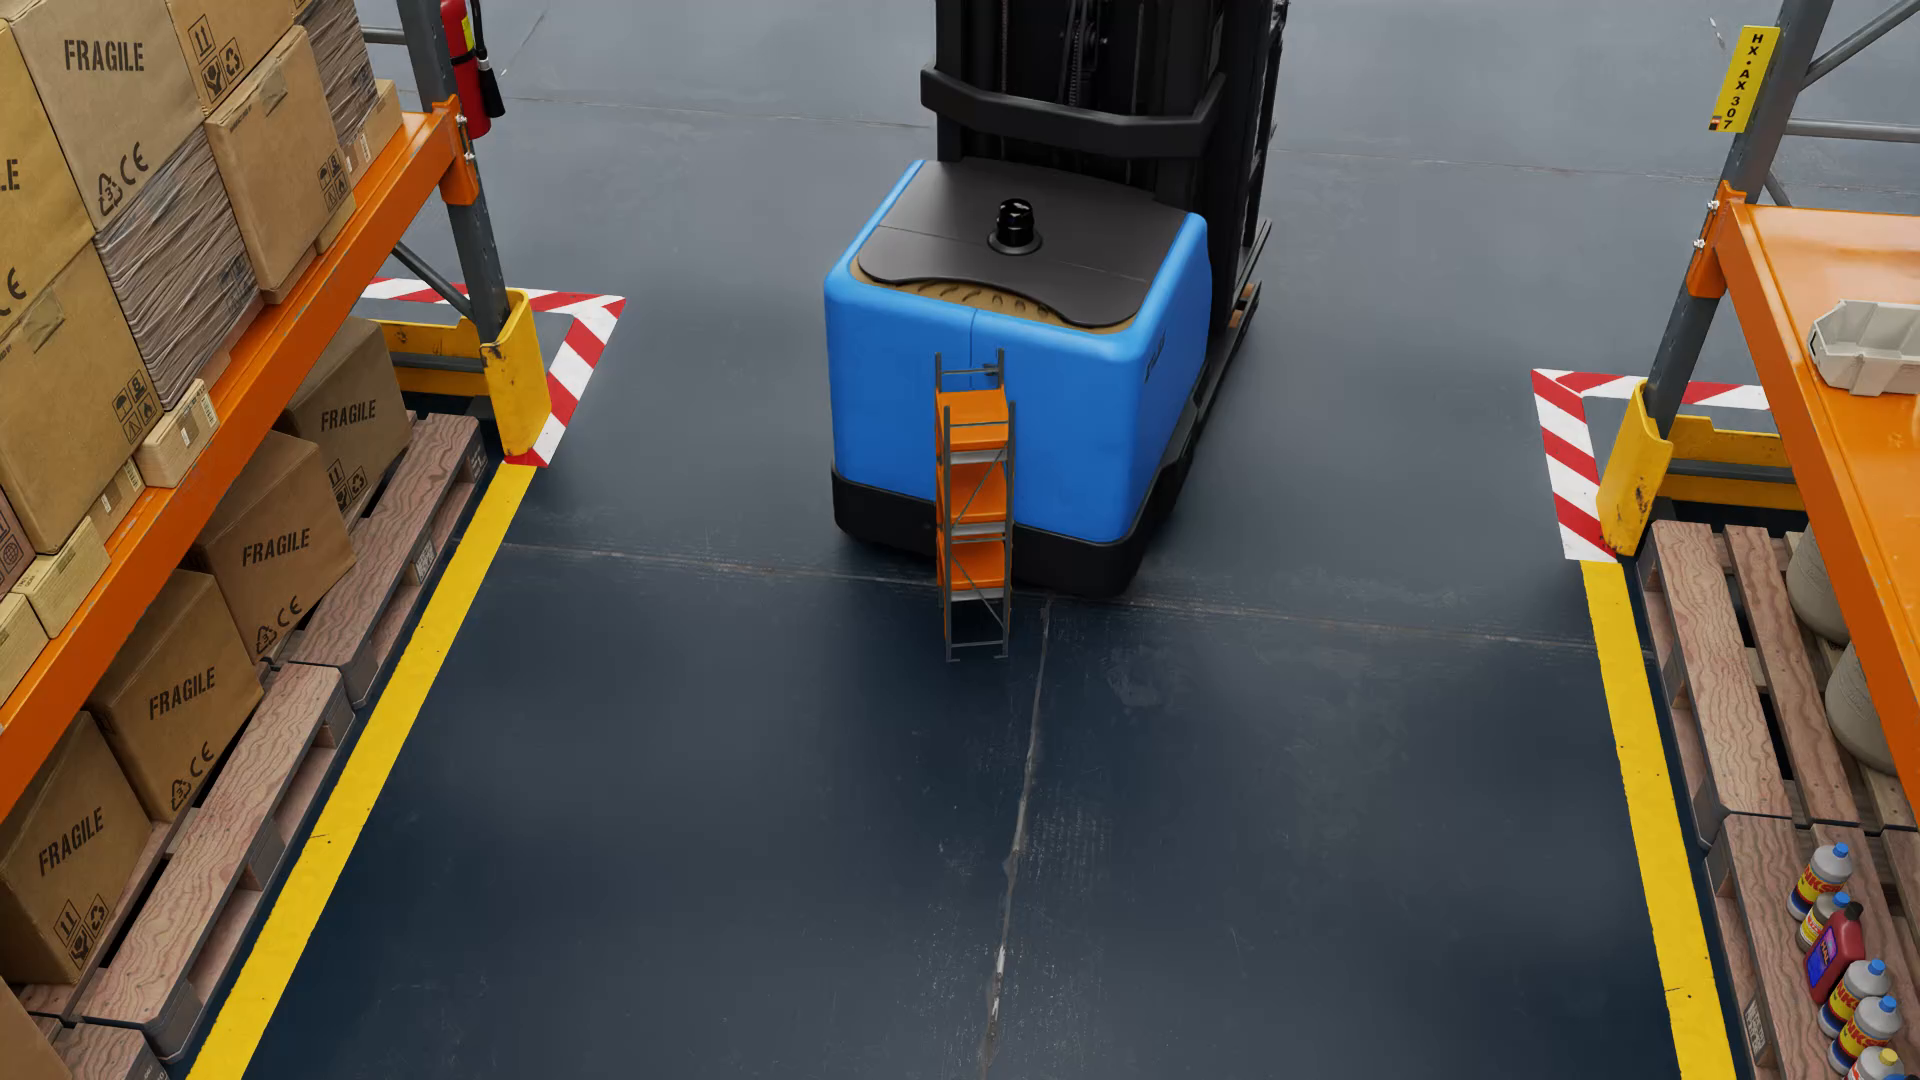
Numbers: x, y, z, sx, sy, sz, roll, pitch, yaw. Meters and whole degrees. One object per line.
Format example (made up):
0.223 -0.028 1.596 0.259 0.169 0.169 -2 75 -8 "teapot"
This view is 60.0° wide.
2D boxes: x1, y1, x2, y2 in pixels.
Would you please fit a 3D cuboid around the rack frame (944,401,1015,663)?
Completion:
0.054 0.003 4.984 0.200 1.050 0.008 -4 44 -4 "rack frame"

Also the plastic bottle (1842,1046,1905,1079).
2.165 1.272 3.940 0.097 0.201 0.097 0 43 0 "plastic bottle"

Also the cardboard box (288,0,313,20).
-1.952 -1.721 4.370 0.500 0.500 0.500 5 44 6 "cardboard box"

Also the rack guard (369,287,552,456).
-2.134 -0.652 6.075 1.175 0.500 0.348 5 44 6 "rack guard"

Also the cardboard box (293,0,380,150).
-2.224 -1.383 4.740 0.875 0.500 0.500 5 44 6 "cardboard box"

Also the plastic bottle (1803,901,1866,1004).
2.189 1.025 4.141 0.061 0.283 0.133 6 44 6 "plastic bottle"

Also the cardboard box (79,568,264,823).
-2.370 0.403 4.655 0.500 0.500 0.500 9 44 9 "cardboard box"

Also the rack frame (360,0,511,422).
-2.124 -1.611 5.270 1.000 3.000 0.127 5 44 6 "rack frame"

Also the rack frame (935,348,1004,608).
0.028 -0.164 5.160 0.200 1.050 0.008 -4 44 -4 "rack frame"

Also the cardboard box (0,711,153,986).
-2.488 0.780 4.258 0.500 0.500 0.500 2 43 2 "cardboard box"

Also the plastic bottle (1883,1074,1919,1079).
2.151 1.317 3.842 0.097 0.271 0.097 0 43 0 "plastic bottle"

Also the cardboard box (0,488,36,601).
-2.465 -0.018 3.298 0.875 0.500 0.500 5 44 6 "cardboard box"

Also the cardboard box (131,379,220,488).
-2.052 -0.275 4.042 0.380 0.149 0.250 5 44 6 "cardboard box"

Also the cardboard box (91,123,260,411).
-2.280 -0.695 4.013 0.875 0.500 0.500 5 44 6 "cardboard box"

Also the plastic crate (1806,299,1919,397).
2.348 -0.485 4.272 0.298 0.136 0.250 5 44 6 "plastic crate"

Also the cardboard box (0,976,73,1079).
-2.492 1.210 3.803 0.500 0.500 0.500 19 46 19 "cardboard box"

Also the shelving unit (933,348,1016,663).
0.041 -0.081 5.072 0.215 1.050 0.252 -4 44 -4 "shelving unit"

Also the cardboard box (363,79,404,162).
-1.957 -1.307 5.132 0.380 0.149 0.250 5 44 6 "cardboard box"

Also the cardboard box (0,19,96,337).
-2.155 -0.700 3.291 0.500 0.500 0.500 5 44 6 "cardboard box"

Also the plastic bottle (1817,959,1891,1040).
2.191 1.111 4.060 0.097 0.271 0.097 0 43 0 "plastic bottle"

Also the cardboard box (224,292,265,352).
-2.096 -0.626 4.412 0.380 0.149 0.250 5 44 6 "cardboard box"

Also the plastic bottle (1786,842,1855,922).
2.237 0.877 4.306 0.097 0.271 0.097 0 43 0 "plastic bottle"

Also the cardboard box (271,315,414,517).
-2.223 -0.432 5.537 0.500 0.500 0.500 13 45 13 "cardboard box"

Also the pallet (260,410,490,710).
-2.277 0.003 5.593 1.003 0.211 1.213 5 44 6 "pallet"

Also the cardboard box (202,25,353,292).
-2.171 -1.032 4.369 0.875 0.500 0.500 5 44 6 "cardboard box"

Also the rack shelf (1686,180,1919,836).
2.521 0.463 3.602 1.077 0.370 4.000 5 44 6 "rack shelf"

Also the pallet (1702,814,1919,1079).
2.545 1.290 4.234 1.003 0.211 1.213 5 44 6 "pallet"

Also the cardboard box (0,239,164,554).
-2.358 -0.355 3.654 0.875 0.500 0.500 5 44 6 "cardboard box"

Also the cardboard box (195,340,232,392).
-2.106 -0.454 4.230 0.380 0.149 0.250 5 44 6 "cardboard box"

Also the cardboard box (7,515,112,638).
-2.142 0.063 3.684 0.380 0.149 0.250 5 44 6 "cardboard box"

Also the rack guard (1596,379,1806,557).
2.822 -0.197 5.595 1.175 0.500 0.348 5 44 6 "rack guard"

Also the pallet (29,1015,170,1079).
-2.599 1.666 3.837 1.003 0.211 1.213 5 44 6 "pallet"

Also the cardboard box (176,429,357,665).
-2.269 -0.022 5.104 0.500 0.500 0.500 16 46 16 "cardboard box"

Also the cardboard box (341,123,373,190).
-1.991 -1.137 4.952 0.380 0.149 0.250 5 44 6 "cardboard box"

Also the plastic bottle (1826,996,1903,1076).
2.178 1.179 3.988 0.097 0.271 0.097 0 43 0 "plastic bottle"

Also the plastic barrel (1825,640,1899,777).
2.708 0.387 4.664 0.421 0.512 0.421 0 43 0 "plastic barrel"

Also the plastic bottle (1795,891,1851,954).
2.223 0.973 4.256 0.097 0.201 0.097 0 43 0 "plastic bottle"

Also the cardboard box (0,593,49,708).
-2.186 0.233 3.505 0.380 0.149 0.250 5 44 6 "cardboard box"

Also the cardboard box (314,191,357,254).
-1.973 -0.962 4.767 0.380 0.149 0.250 5 44 6 "cardboard box"

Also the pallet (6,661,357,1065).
-2.441 0.833 4.717 1.003 0.211 1.213 5 44 6 "pallet"

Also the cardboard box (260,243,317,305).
-2.021 -0.793 4.588 0.380 0.149 0.250 5 44 6 "cardboard box"

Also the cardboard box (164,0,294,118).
-2.013 -1.380 4.010 0.500 0.500 0.500 5 44 6 "cardboard box"

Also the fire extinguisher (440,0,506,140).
-1.652 -1.619 5.335 0.296 0.674 0.183 5 44 6 "fire extinguisher"

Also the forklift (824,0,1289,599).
0.562 -1.900 5.624 1.130 2.935 3.031 14 45 15 "forklift"

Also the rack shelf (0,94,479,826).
-2.389 0.013 4.078 1.077 0.370 4.000 5 44 6 "rack shelf"

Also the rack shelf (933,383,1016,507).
0.041 -0.279 4.883 0.215 0.259 0.240 -4 44 -4 "rack shelf"

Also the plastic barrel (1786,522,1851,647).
2.774 0.045 5.025 0.421 0.512 0.421 0 43 0 "plastic barrel"

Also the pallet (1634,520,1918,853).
2.709 0.461 5.110 1.003 0.211 1.213 5 44 6 "pallet"

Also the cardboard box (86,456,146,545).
-2.153 -0.111 3.869 0.380 0.149 0.250 5 44 6 "cardboard box"

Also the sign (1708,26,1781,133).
2.240 -1.315 4.755 0.100 0.325 0.005 5 44 6 "sign"

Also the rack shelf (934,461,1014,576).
0.041 -0.073 5.079 0.215 0.259 0.240 -4 44 -4 "rack shelf"

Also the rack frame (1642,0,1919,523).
2.785 -1.161 4.795 1.000 3.000 0.127 5 44 6 "rack frame"

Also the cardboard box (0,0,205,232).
-2.081 -1.040 3.650 0.500 0.500 0.500 5 44 6 "cardboard box"

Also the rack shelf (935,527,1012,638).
0.041 0.128 5.270 0.215 0.259 0.240 -4 44 -4 "rack shelf"

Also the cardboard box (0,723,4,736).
-2.178 0.407 3.321 0.380 0.149 0.250 5 44 6 "cardboard box"
